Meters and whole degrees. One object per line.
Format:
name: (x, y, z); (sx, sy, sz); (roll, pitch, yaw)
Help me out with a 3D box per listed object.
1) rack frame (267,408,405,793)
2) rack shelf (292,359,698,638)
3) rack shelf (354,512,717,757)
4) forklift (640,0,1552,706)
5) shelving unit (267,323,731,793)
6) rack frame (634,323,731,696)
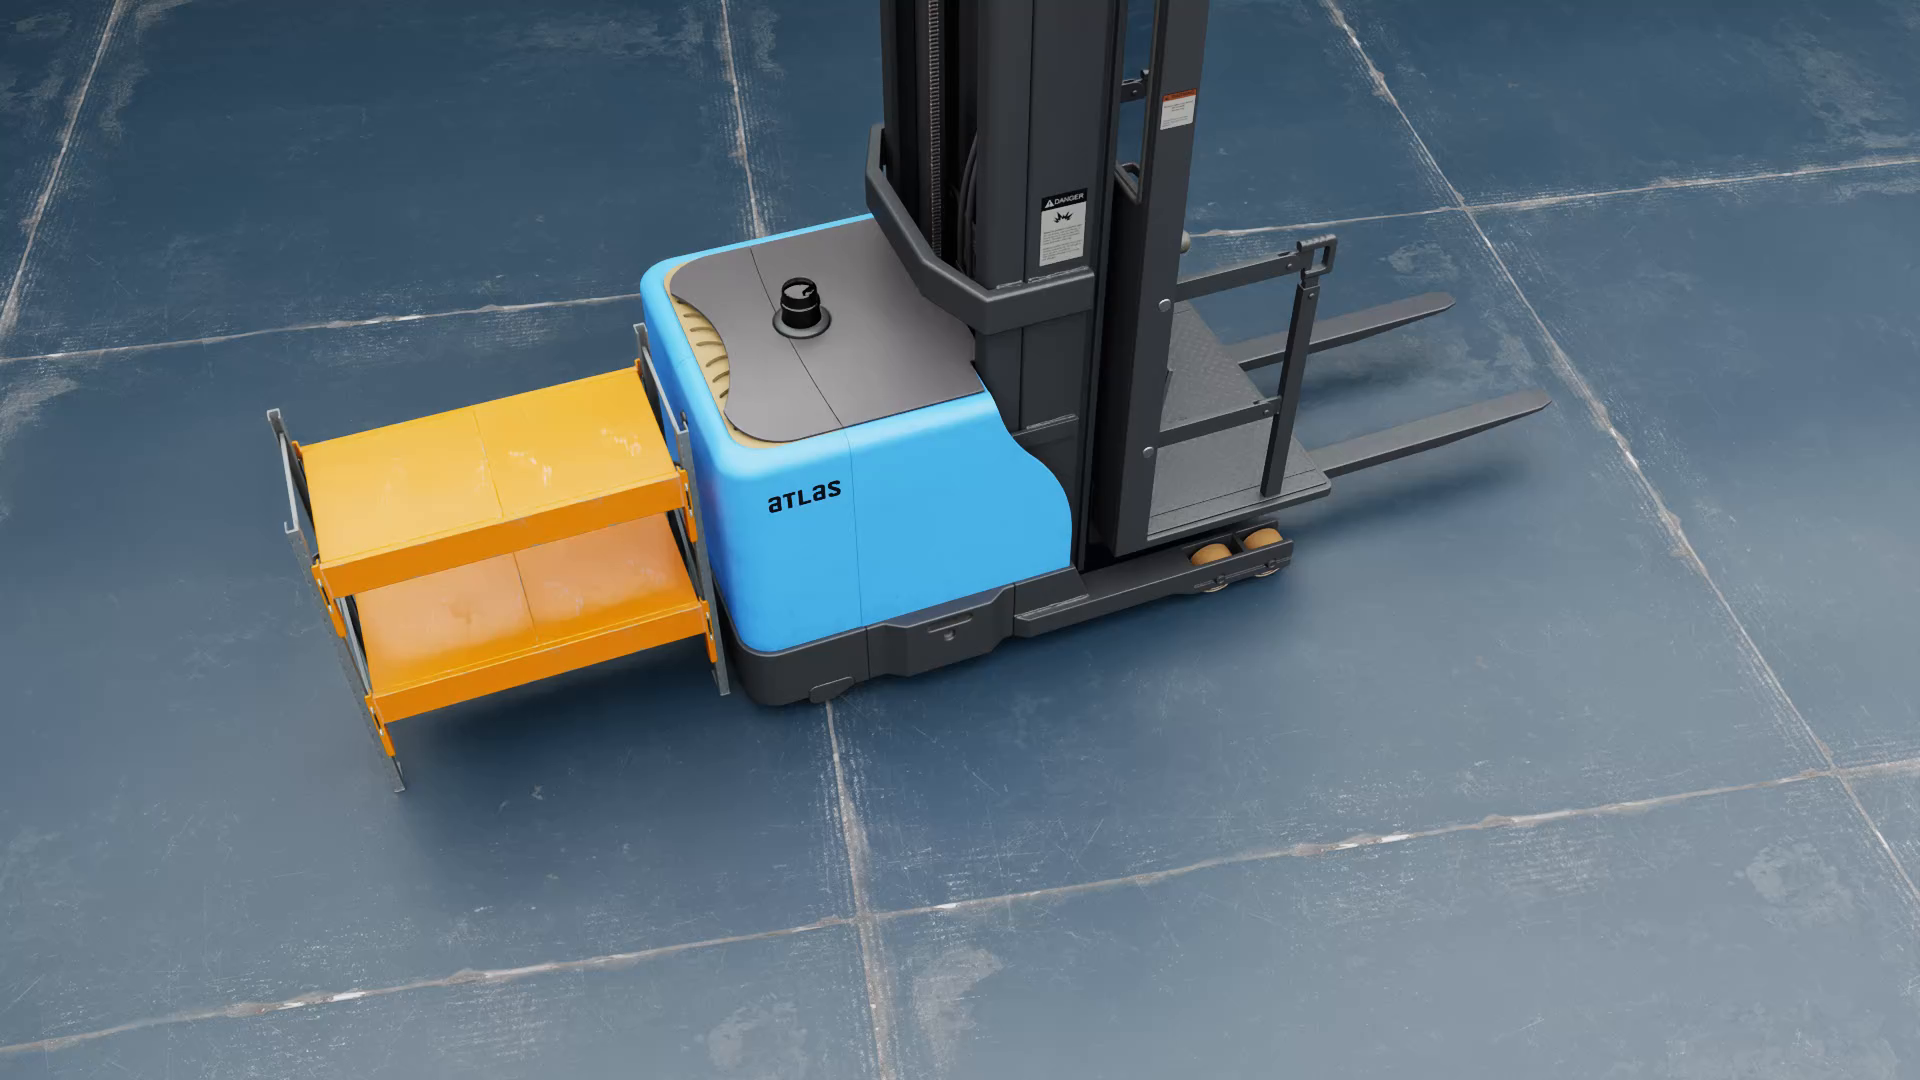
rack frame: (-1.781, 0.202, 4.774); (0.032, 1.125, 0.500); (-16, 48, -15)
rack shelf: (-1.308, -0.135, 4.692); (1.000, 0.278, 0.538); (-16, 48, -15)
rack shelf: (-1.308, 0.238, 5.079); (1.000, 0.278, 0.538); (-16, 48, -15)
forklift: (0.579, -1.182, 4.853); (3.031, 2.935, 1.130); (-16, 48, -15)
shelving unit: (-1.308, 0.068, 4.903); (1.048, 1.125, 0.538); (-16, 48, -15)
rack frame: (-0.835, -0.065, 5.032); (0.032, 1.125, 0.500); (-16, 48, -15)
